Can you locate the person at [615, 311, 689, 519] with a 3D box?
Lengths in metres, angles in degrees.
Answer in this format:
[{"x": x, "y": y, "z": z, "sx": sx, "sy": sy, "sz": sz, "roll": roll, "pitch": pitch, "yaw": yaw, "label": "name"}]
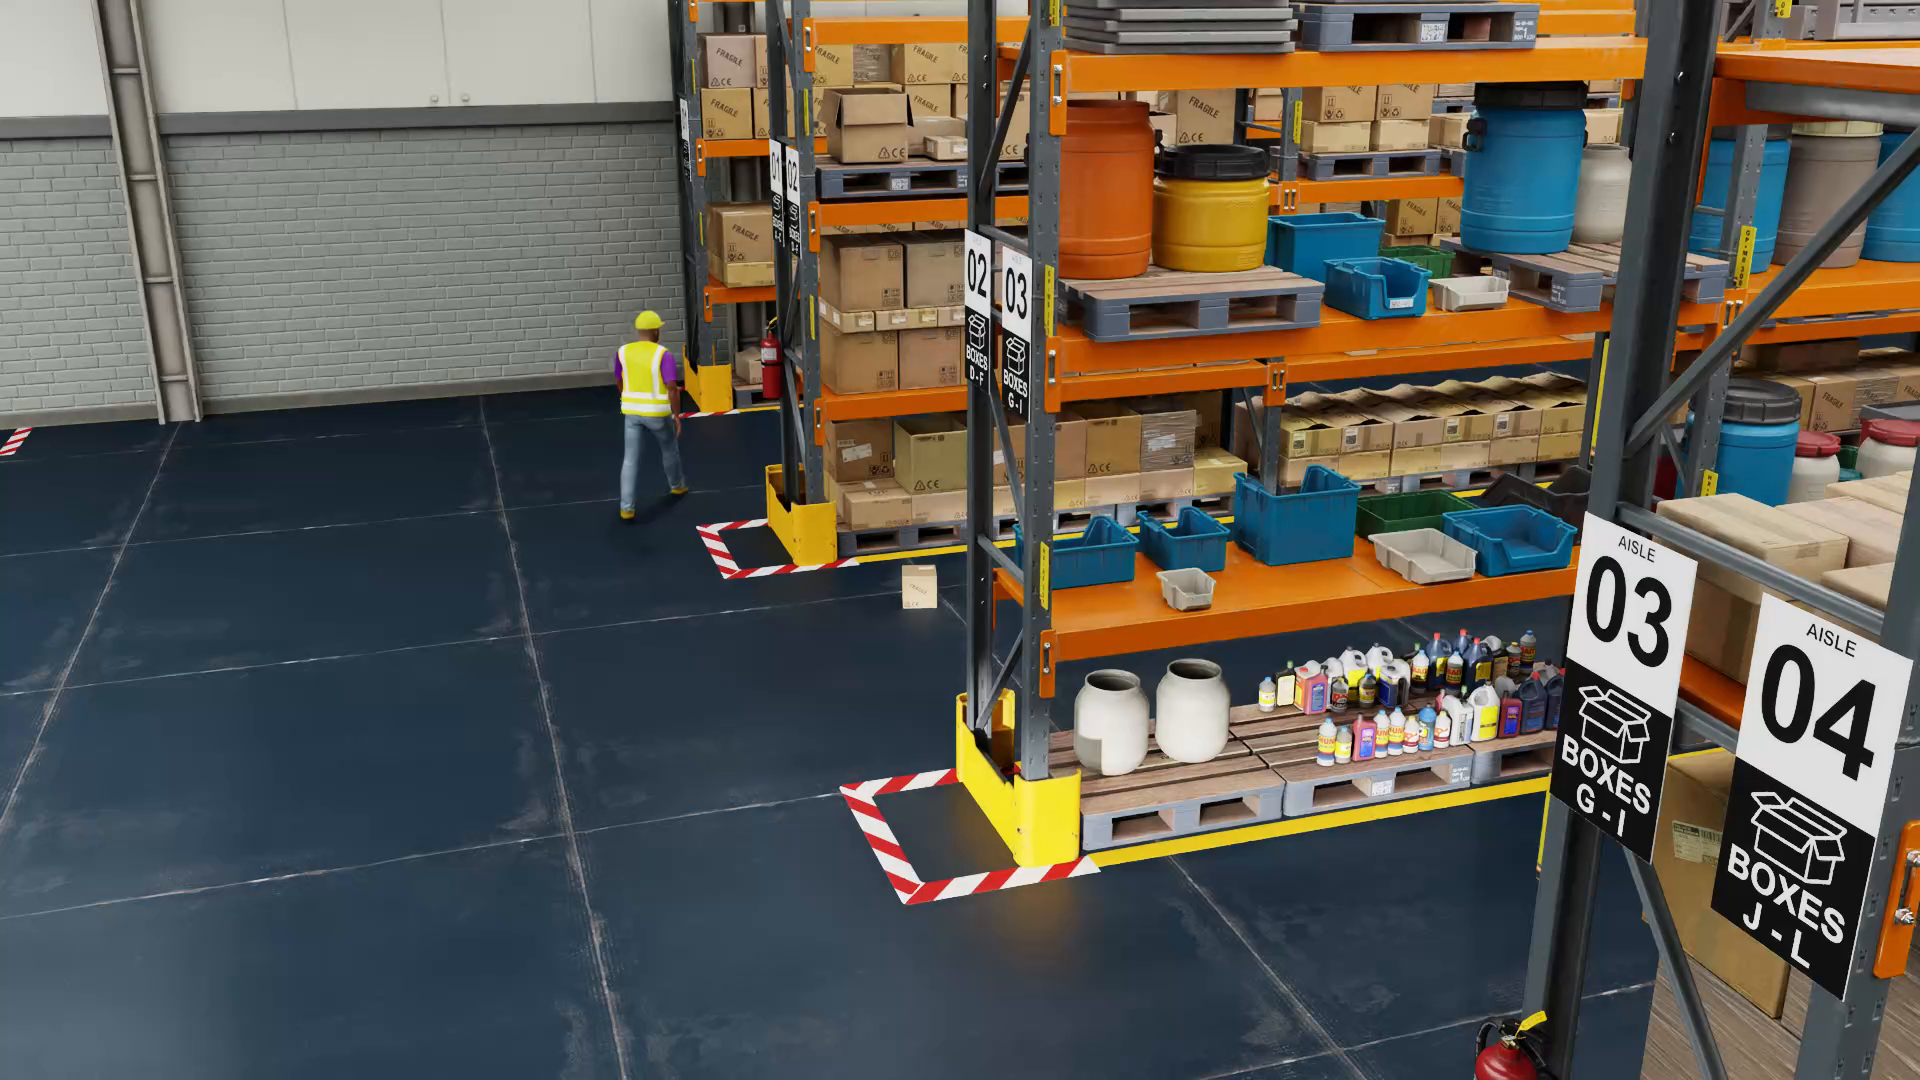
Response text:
[{"x": -2.644, "y": -1.119, "z": 14.254, "sx": 0.640, "sy": 1.699, "sz": 1.052, "roll": 3, "pitch": 19, "yaw": 9, "label": "person"}]
